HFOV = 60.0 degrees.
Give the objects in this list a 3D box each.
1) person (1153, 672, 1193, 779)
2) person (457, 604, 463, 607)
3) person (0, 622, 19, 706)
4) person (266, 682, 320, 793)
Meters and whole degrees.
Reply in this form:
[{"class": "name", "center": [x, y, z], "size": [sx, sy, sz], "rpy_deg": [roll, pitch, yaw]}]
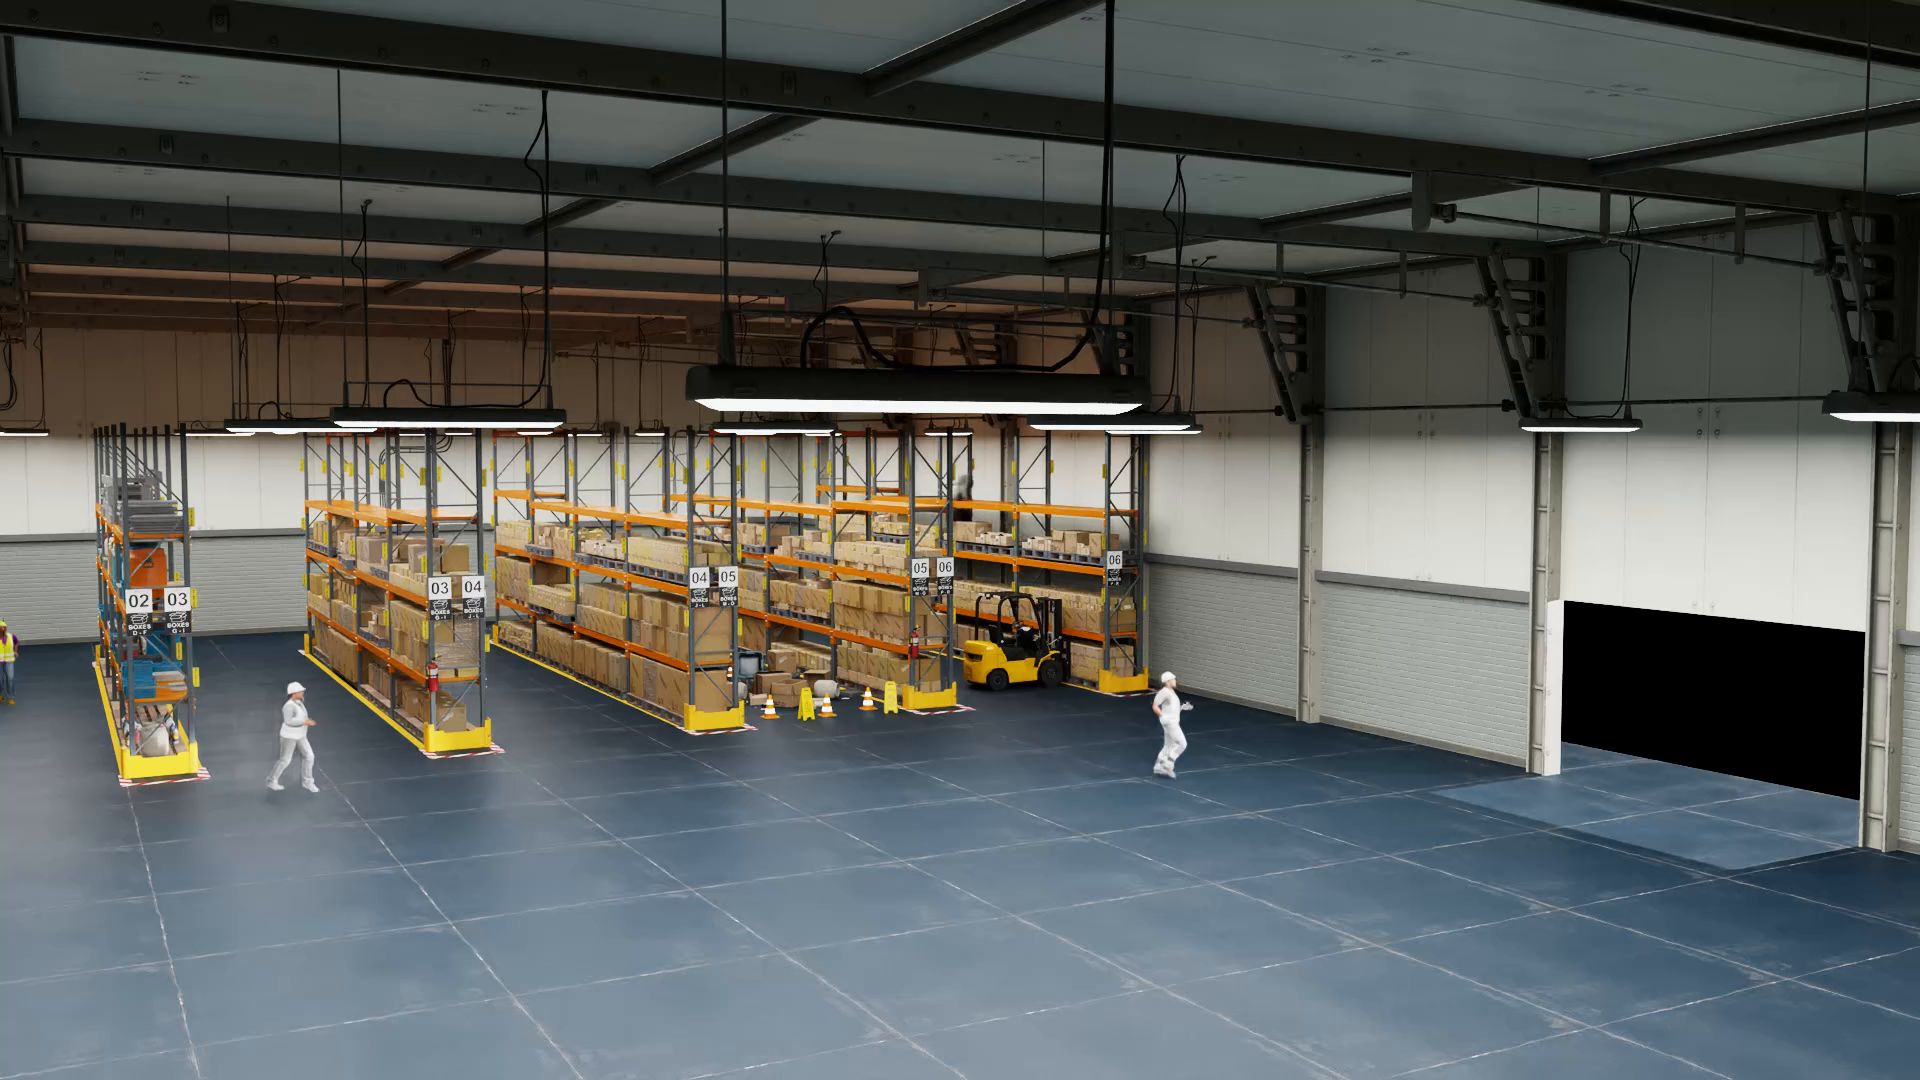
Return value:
[{"class": "person", "center": [3.597, 3.133, 28.106], "size": [0.659, 1.797, 0.637], "rpy_deg": [1, 4, 14]}, {"class": "person", "center": [-14.230, 2.066, 46.947], "size": [0.683, 1.617, 0.685], "rpy_deg": [2, 4, 33]}, {"class": "person", "center": [-20.619, 2.646, 35.820], "size": [0.692, 1.787, 0.918], "rpy_deg": [-3, 4, -40]}, {"class": "person", "center": [-10.782, 3.209, 26.860], "size": [0.858, 1.825, 0.603], "rpy_deg": [0, 3, 6]}]
